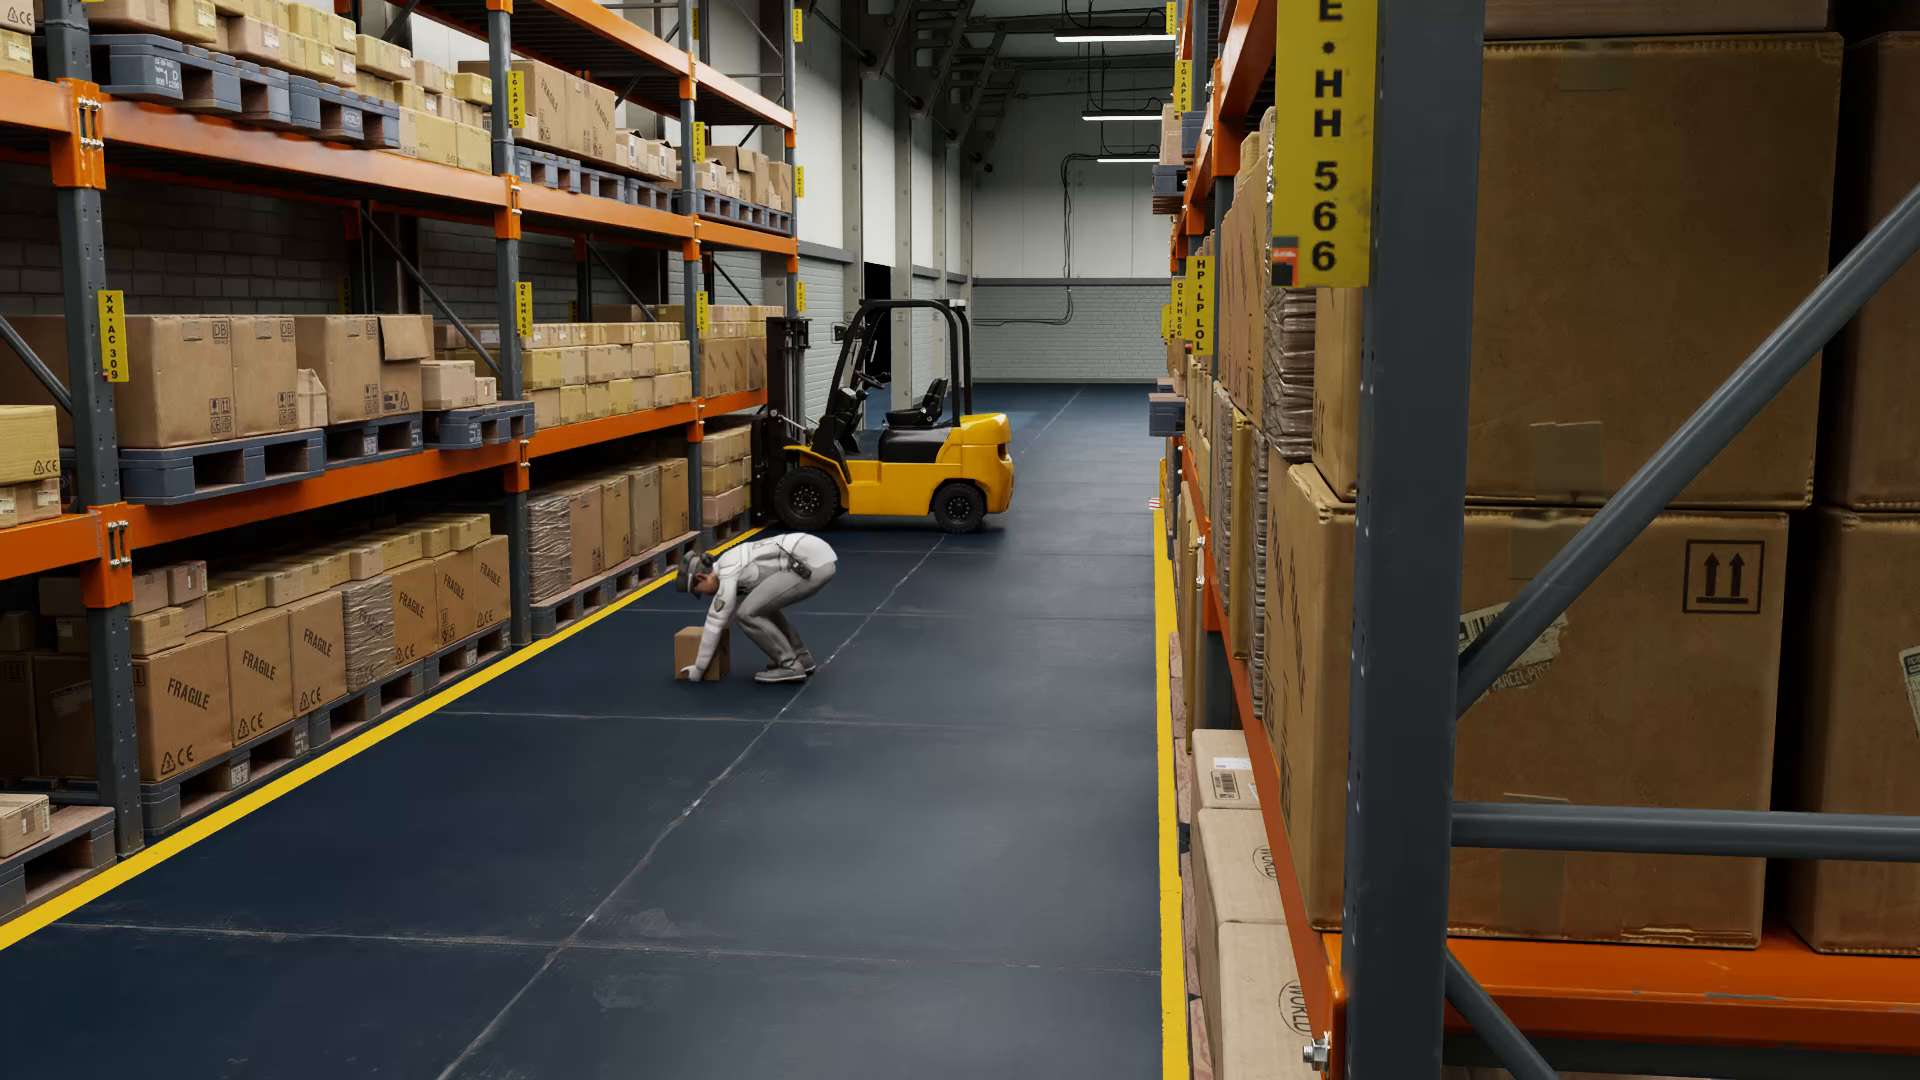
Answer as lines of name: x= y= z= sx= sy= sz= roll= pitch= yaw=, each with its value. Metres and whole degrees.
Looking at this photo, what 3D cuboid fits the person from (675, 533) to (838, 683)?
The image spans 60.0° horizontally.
person: x=-1.139 y=0.380 z=9.264 sx=0.888 sy=0.823 sz=0.469 roll=1 pitch=8 yaw=4
